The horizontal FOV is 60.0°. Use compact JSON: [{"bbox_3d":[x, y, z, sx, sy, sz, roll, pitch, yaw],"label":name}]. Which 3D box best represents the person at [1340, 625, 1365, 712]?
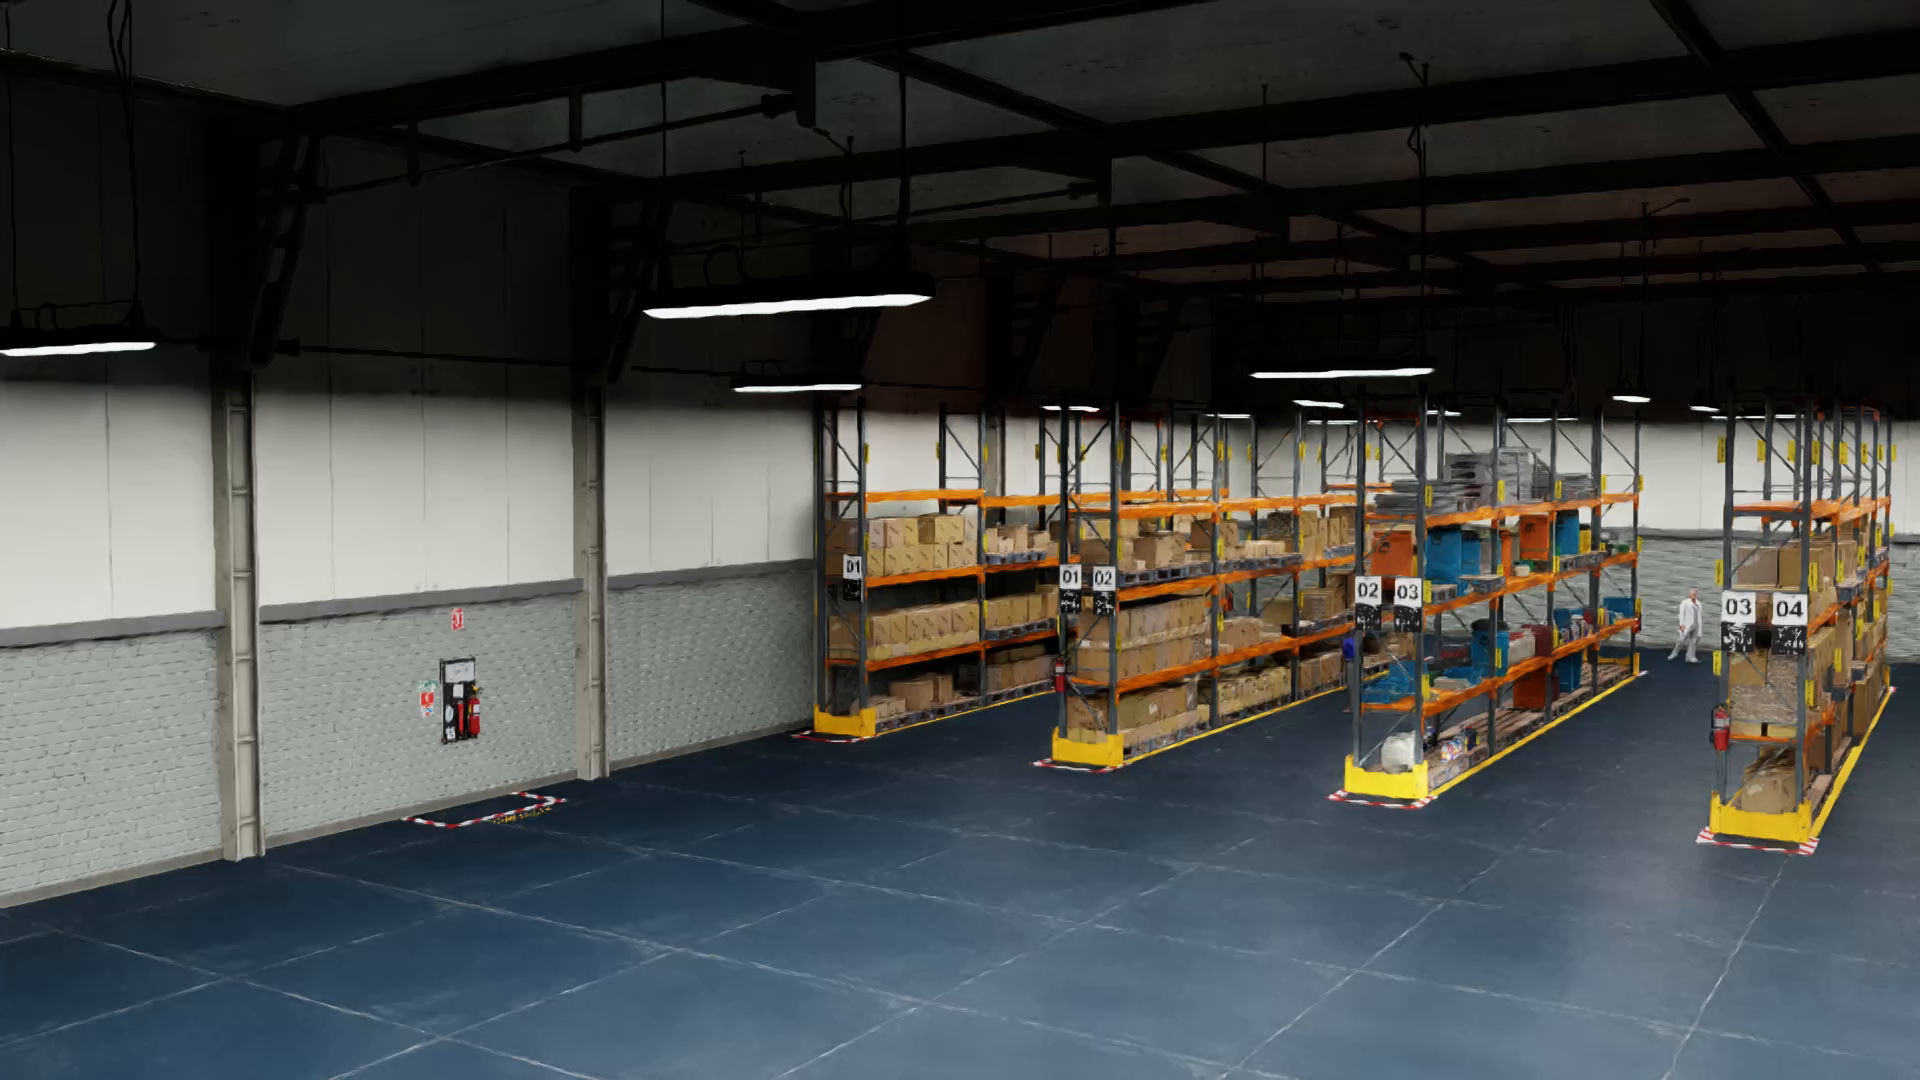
[{"bbox_3d":[7.579,2.479,32.166,0.567,1.642,0.551,-1,3,-26],"label":"person"}]

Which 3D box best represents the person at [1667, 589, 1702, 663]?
[{"bbox_3d":[17.332,2.069,39.717,0.783,1.701,0.557,0,3,-8],"label":"person"}]
